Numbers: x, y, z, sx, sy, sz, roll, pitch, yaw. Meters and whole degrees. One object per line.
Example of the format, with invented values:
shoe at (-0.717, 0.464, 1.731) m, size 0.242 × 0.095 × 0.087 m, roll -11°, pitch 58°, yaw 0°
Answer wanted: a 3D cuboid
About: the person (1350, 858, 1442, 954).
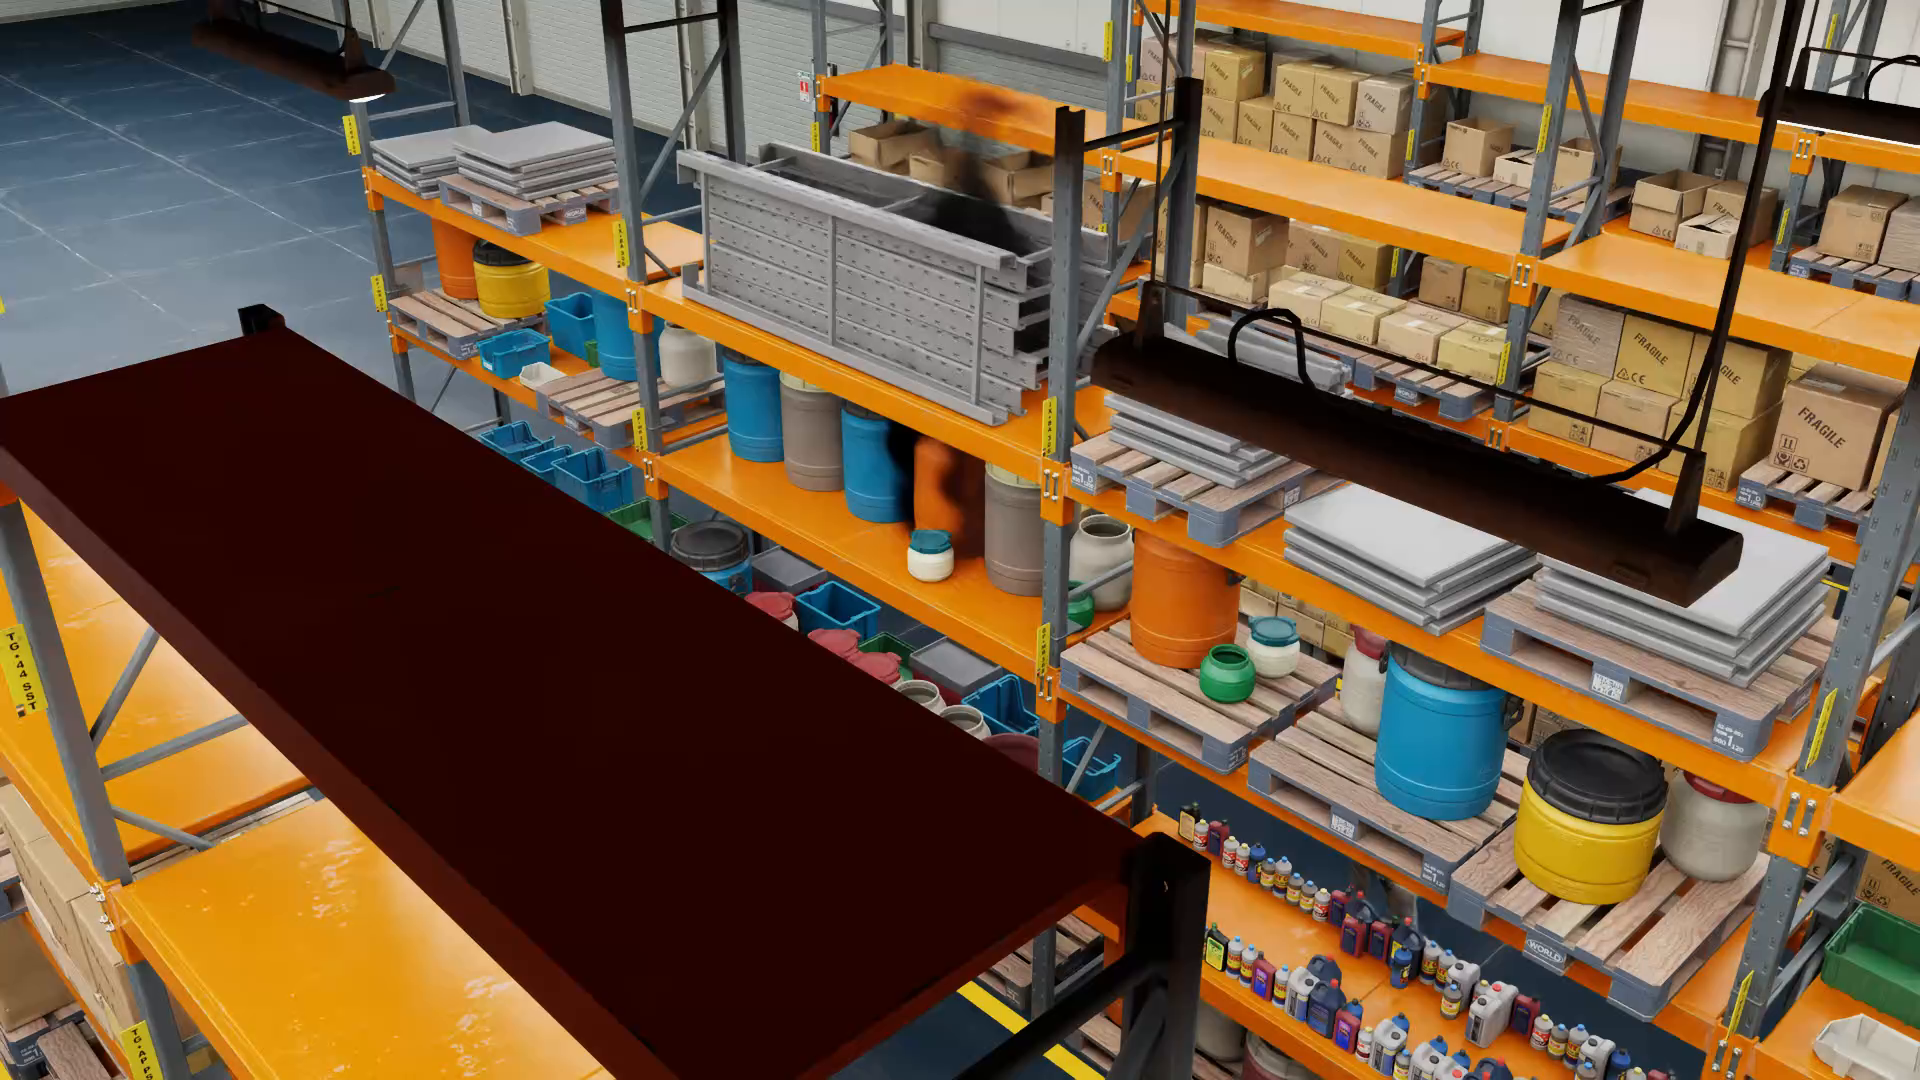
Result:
person at (2.930, 2.218, 10.863) m, size 1.061 × 1.563 × 0.619 m, roll 25°, pitch 37°, yaw 38°
